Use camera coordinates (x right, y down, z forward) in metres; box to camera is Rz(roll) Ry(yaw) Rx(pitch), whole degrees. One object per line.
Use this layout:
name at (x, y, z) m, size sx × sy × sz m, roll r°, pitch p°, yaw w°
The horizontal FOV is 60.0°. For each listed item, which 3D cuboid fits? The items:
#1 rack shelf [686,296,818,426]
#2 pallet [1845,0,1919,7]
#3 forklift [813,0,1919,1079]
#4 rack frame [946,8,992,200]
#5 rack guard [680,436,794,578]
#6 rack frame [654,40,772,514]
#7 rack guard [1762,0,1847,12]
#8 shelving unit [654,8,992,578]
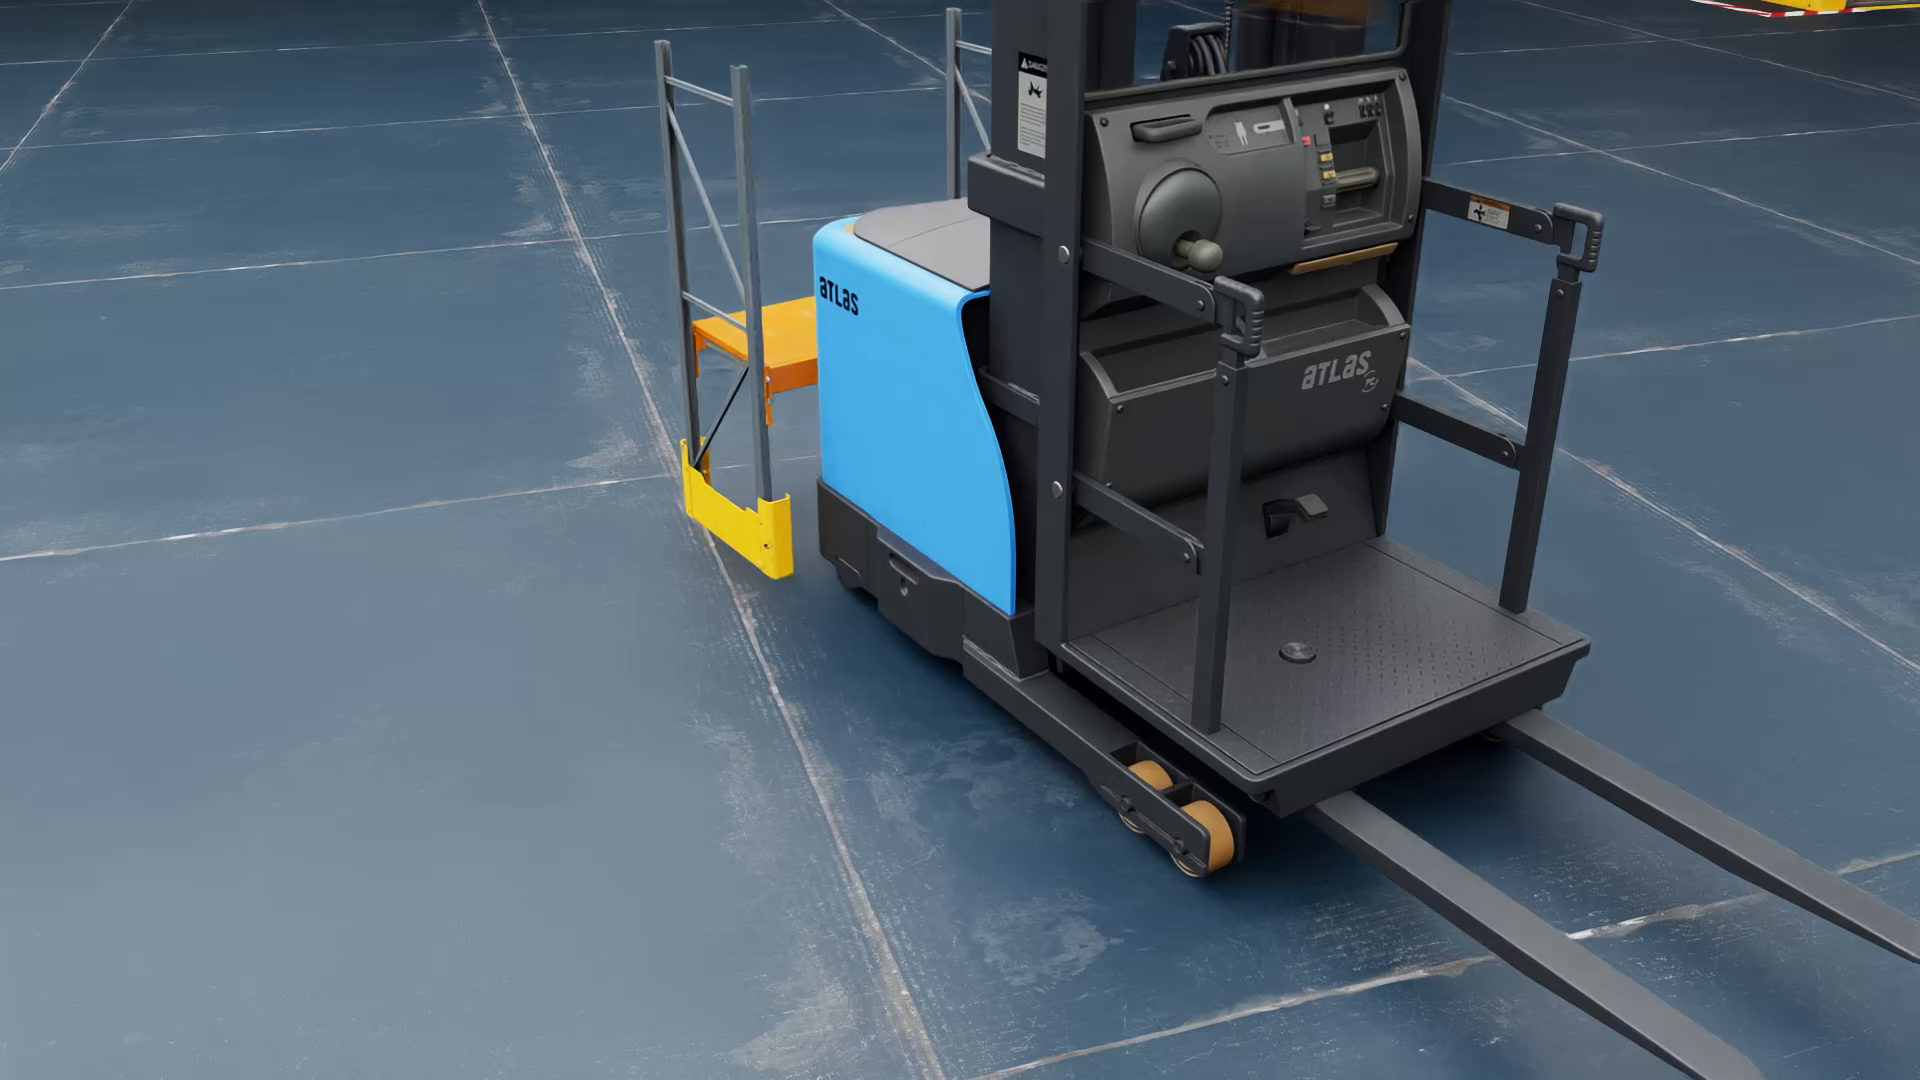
rack shelf at (-0.301, -0.635, 5.246) m, size 1.000 × 0.185 × 0.538 m, roll -18°, pitch 31°, yaw -31°
pallet at (8.224, -5.119, 15.323) m, size 1.213 × 0.211 × 1.003 m, roll -8°, pitch 28°, yaw -16°
forklift at (0.801, -0.799, 3.563) m, size 1.130 × 2.935 × 3.031 m, roll -16°, pitch 31°, yaw -29°
rack frame at (0.113, -0.927, 5.430) m, size 0.032 × 1.500 × 0.500 m, roll -18°, pitch 31°, yaw -31°
rack guard at (-0.700, -0.110, 5.191) m, size 0.087 × 0.250 × 0.587 m, roll -18°, pitch 31°, yaw -31°
rack frame at (-0.716, -0.665, 4.903) m, size 0.032 × 1.500 × 0.500 m, roll -18°, pitch 31°, yaw -31°
rack guard at (7.487, -5.122, 15.004) m, size 0.348 × 0.500 × 1.175 m, roll -8°, pitch 28°, yaw -16°
shelving unit at (-0.294, -0.798, 5.171) m, size 1.083 × 1.500 × 0.587 m, roll -18°, pitch 31°, yaw -31°
